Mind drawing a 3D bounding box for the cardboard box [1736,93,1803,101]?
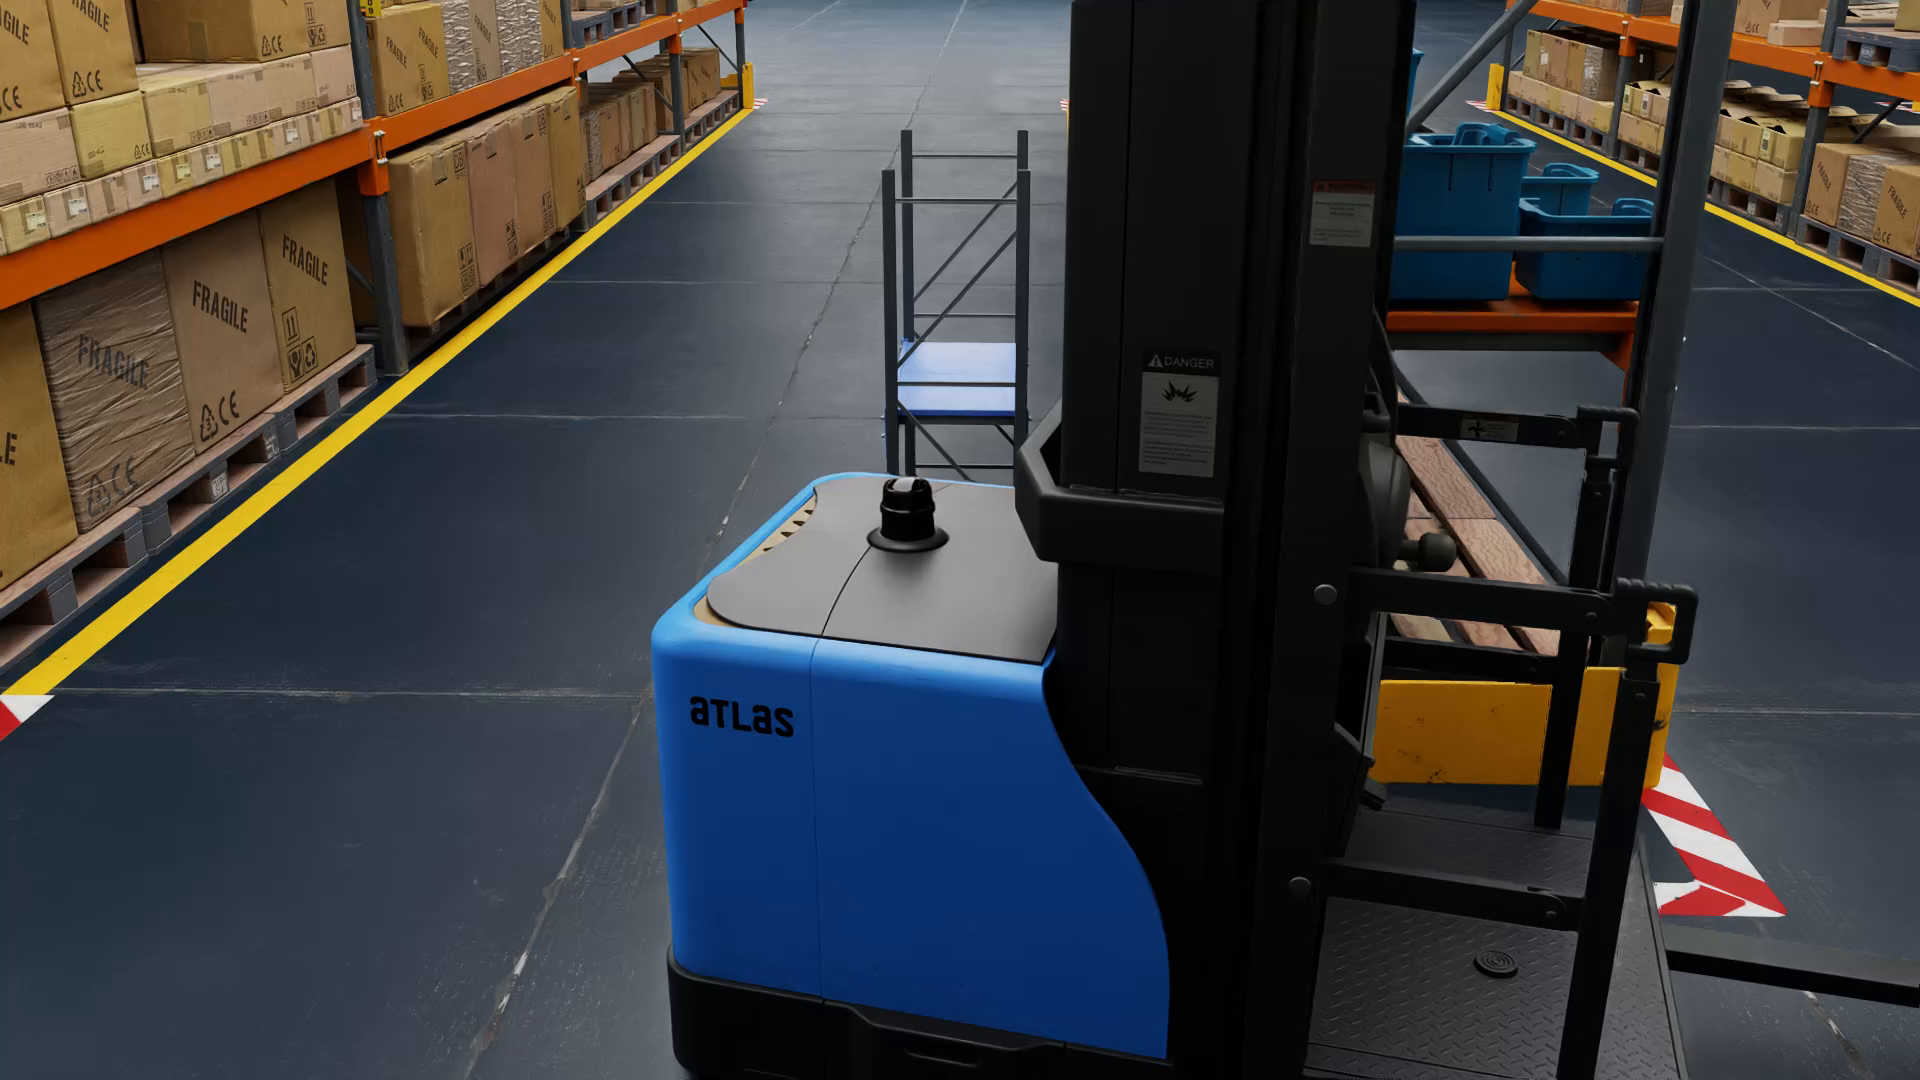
[{"bbox_3d":[6.971,-3.709,14.386,0.500,0.311,0.500,1,21,1],"label":"cardboard box"}]

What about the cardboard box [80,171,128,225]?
[{"bbox_3d":[-3.173,-1.202,5.828,0.380,0.149,0.250,0,21,1],"label":"cardboard box"}]

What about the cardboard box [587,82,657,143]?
[{"bbox_3d":[-3.218,-3.980,15.487,0.700,0.500,0.500,-1,21,-3],"label":"cardboard box"}]

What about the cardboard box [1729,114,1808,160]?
[{"bbox_3d":[6.381,-3.161,12.974,0.500,0.311,0.500,0,21,1],"label":"cardboard box"}]

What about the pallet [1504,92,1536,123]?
[{"bbox_3d":[6.864,-4.921,18.920,1.003,0.211,1.213,1,21,2],"label":"pallet"}]

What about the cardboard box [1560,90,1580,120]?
[{"bbox_3d":[6.545,-4.497,17.193,0.500,0.250,0.500,1,21,2],"label":"cardboard box"}]

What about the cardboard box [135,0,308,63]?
[{"bbox_3d":[-3.188,-2.338,7.166,0.500,0.500,0.500,1,21,2],"label":"cardboard box"}]

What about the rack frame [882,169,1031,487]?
[{"bbox_3d":[-0.013,-0.546,5.863,0.500,1.500,0.032,1,21,2],"label":"rack frame"}]

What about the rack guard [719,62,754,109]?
[{"bbox_3d":[-3.059,-5.415,19.795,1.175,0.500,0.348,1,21,2],"label":"rack guard"}]

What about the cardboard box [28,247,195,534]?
[{"bbox_3d":[-3.576,-0.590,6.259,0.875,0.875,0.875,1,21,2],"label":"cardboard box"}]

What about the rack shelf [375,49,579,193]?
[{"bbox_3d":[-3.361,-2.657,10.225,1.077,0.370,4.000,1,21,2],"label":"rack shelf"}]

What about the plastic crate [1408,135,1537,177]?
[{"bbox_3d":[1.784,-1.280,5.830,0.416,0.233,0.300,1,21,2],"label":"plastic crate"}]

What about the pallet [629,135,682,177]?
[{"bbox_3d":[-3.200,-3.580,15.465,1.003,0.211,1.213,1,21,2],"label":"pallet"}]

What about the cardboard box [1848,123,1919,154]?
[{"bbox_3d":[6.911,-2.967,12.474,0.500,0.311,0.500,1,21,3],"label":"cardboard box"}]

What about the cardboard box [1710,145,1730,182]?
[{"bbox_3d":[6.404,-3.080,13.542,0.500,0.250,0.500,1,21,3],"label":"cardboard box"}]

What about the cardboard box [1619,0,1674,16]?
[{"bbox_3d":[6.731,-5.259,15.797,0.700,0.500,0.500,0,21,0],"label":"cardboard box"}]

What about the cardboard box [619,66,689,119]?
[{"bbox_3d":[-3.116,-4.544,16.968,0.500,0.500,0.500,8,22,19],"label":"cardboard box"}]

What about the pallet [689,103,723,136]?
[{"bbox_3d":[-3.159,-4.547,17.957,1.003,0.211,1.213,1,21,2],"label":"pallet"}]

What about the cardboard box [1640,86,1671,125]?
[{"bbox_3d":[6.441,-3.899,14.877,0.500,0.311,0.500,0,21,1],"label":"cardboard box"}]

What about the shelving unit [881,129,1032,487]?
[{"bbox_3d":[0.003,-0.730,6.337,0.538,1.500,1.048,1,21,2],"label":"shelving unit"}]

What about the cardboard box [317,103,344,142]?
[{"bbox_3d":[-3.111,-1.945,7.743,0.380,0.149,0.250,1,21,3],"label":"cardboard box"}]

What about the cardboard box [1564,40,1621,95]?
[{"bbox_3d":[6.557,-4.847,17.057,0.500,0.500,0.500,1,21,2],"label":"cardboard box"}]

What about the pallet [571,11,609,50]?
[{"bbox_3d":[-3.385,-3.885,12.660,1.213,0.211,1.003,1,21,2],"label":"pallet"}]

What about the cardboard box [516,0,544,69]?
[{"bbox_3d":[-3.088,-3.401,11.009,0.500,0.500,0.500,0,21,1],"label":"cardboard box"}]

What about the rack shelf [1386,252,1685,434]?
[{"bbox_3d":[1.468,-1.156,6.357,1.077,0.370,4.000,1,21,2],"label":"rack shelf"}]

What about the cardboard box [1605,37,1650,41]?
[{"bbox_3d":[7.094,-5.022,17.508,0.500,0.500,0.500,1,21,2],"label":"cardboard box"}]

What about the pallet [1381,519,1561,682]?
[{"bbox_3d":[1.471,0.234,5.635,1.003,0.211,1.213,1,21,2],"label":"pallet"}]

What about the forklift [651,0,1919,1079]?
[{"bbox_3d":[0.965,-0.227,3.063,3.031,2.935,1.130,6,22,15],"label":"forklift"}]

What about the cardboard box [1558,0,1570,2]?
[{"bbox_3d":[6.786,-6.006,17.724,0.700,0.500,0.500,1,21,2],"label":"cardboard box"}]

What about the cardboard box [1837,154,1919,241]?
[{"bbox_3d":[6.292,-2.294,11.143,0.500,0.500,0.500,0,21,0],"label":"cardboard box"}]

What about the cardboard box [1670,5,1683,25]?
[{"bbox_3d":[6.492,-4.616,14.627,0.380,0.149,0.250,1,21,2],"label":"cardboard box"}]

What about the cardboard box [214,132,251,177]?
[{"bbox_3d":[-3.142,-1.574,6.786,0.380,0.149,0.250,0,21,1],"label":"cardboard box"}]

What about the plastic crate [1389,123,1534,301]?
[{"bbox_3d":[1.231,-0.936,4.663,0.616,0.435,0.499,1,21,2],"label":"plastic crate"}]

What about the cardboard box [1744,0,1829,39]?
[{"bbox_3d":[6.636,-4.259,13.220,0.500,0.500,0.500,0,21,-1],"label":"cardboard box"}]

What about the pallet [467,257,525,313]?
[{"bbox_3d":[-3.439,-1.692,10.597,1.003,0.211,1.213,1,21,2],"label":"pallet"}]

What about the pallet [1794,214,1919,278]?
[{"bbox_3d":[6.541,-2.036,11.484,1.003,0.211,1.213,1,21,2],"label":"pallet"}]

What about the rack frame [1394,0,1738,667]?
[{"bbox_3d":[1.407,-0.769,4.363,1.000,3.000,0.127,1,21,2],"label":"rack frame"}]

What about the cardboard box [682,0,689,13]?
[{"bbox_3d":[-2.850,-5.210,16.156,0.380,0.149,0.250,1,21,2],"label":"cardboard box"}]

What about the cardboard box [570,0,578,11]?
[{"bbox_3d":[-3.406,-4.357,12.892,0.700,0.500,0.500,4,22,10],"label":"cardboard box"}]

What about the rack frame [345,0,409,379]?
[{"bbox_3d":[-3.422,-2.269,8.231,1.000,3.000,0.127,1,21,2],"label":"rack frame"}]

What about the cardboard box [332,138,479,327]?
[{"bbox_3d":[-3.422,-1.706,9.137,1.225,0.875,0.875,1,21,2],"label":"cardboard box"}]

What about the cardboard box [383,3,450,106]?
[{"bbox_3d":[-3.143,-2.661,9.103,0.500,0.500,0.500,1,21,2],"label":"cardboard box"}]

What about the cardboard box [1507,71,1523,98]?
[{"bbox_3d":[6.606,-5.220,19.057,0.500,0.250,0.500,1,21,2],"label":"cardboard box"}]

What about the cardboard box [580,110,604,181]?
[{"bbox_3d":[-3.295,-3.199,13.473,0.700,0.500,0.500,-1,21,-3],"label":"cardboard box"}]

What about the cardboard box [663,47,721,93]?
[{"bbox_3d":[-3.092,-5.413,19.208,0.500,0.500,0.500,5,22,12],"label":"cardboard box"}]

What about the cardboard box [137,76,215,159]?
[{"bbox_3d":[-3.220,-1.621,6.356,0.500,0.250,0.500,0,21,1],"label":"cardboard box"}]
